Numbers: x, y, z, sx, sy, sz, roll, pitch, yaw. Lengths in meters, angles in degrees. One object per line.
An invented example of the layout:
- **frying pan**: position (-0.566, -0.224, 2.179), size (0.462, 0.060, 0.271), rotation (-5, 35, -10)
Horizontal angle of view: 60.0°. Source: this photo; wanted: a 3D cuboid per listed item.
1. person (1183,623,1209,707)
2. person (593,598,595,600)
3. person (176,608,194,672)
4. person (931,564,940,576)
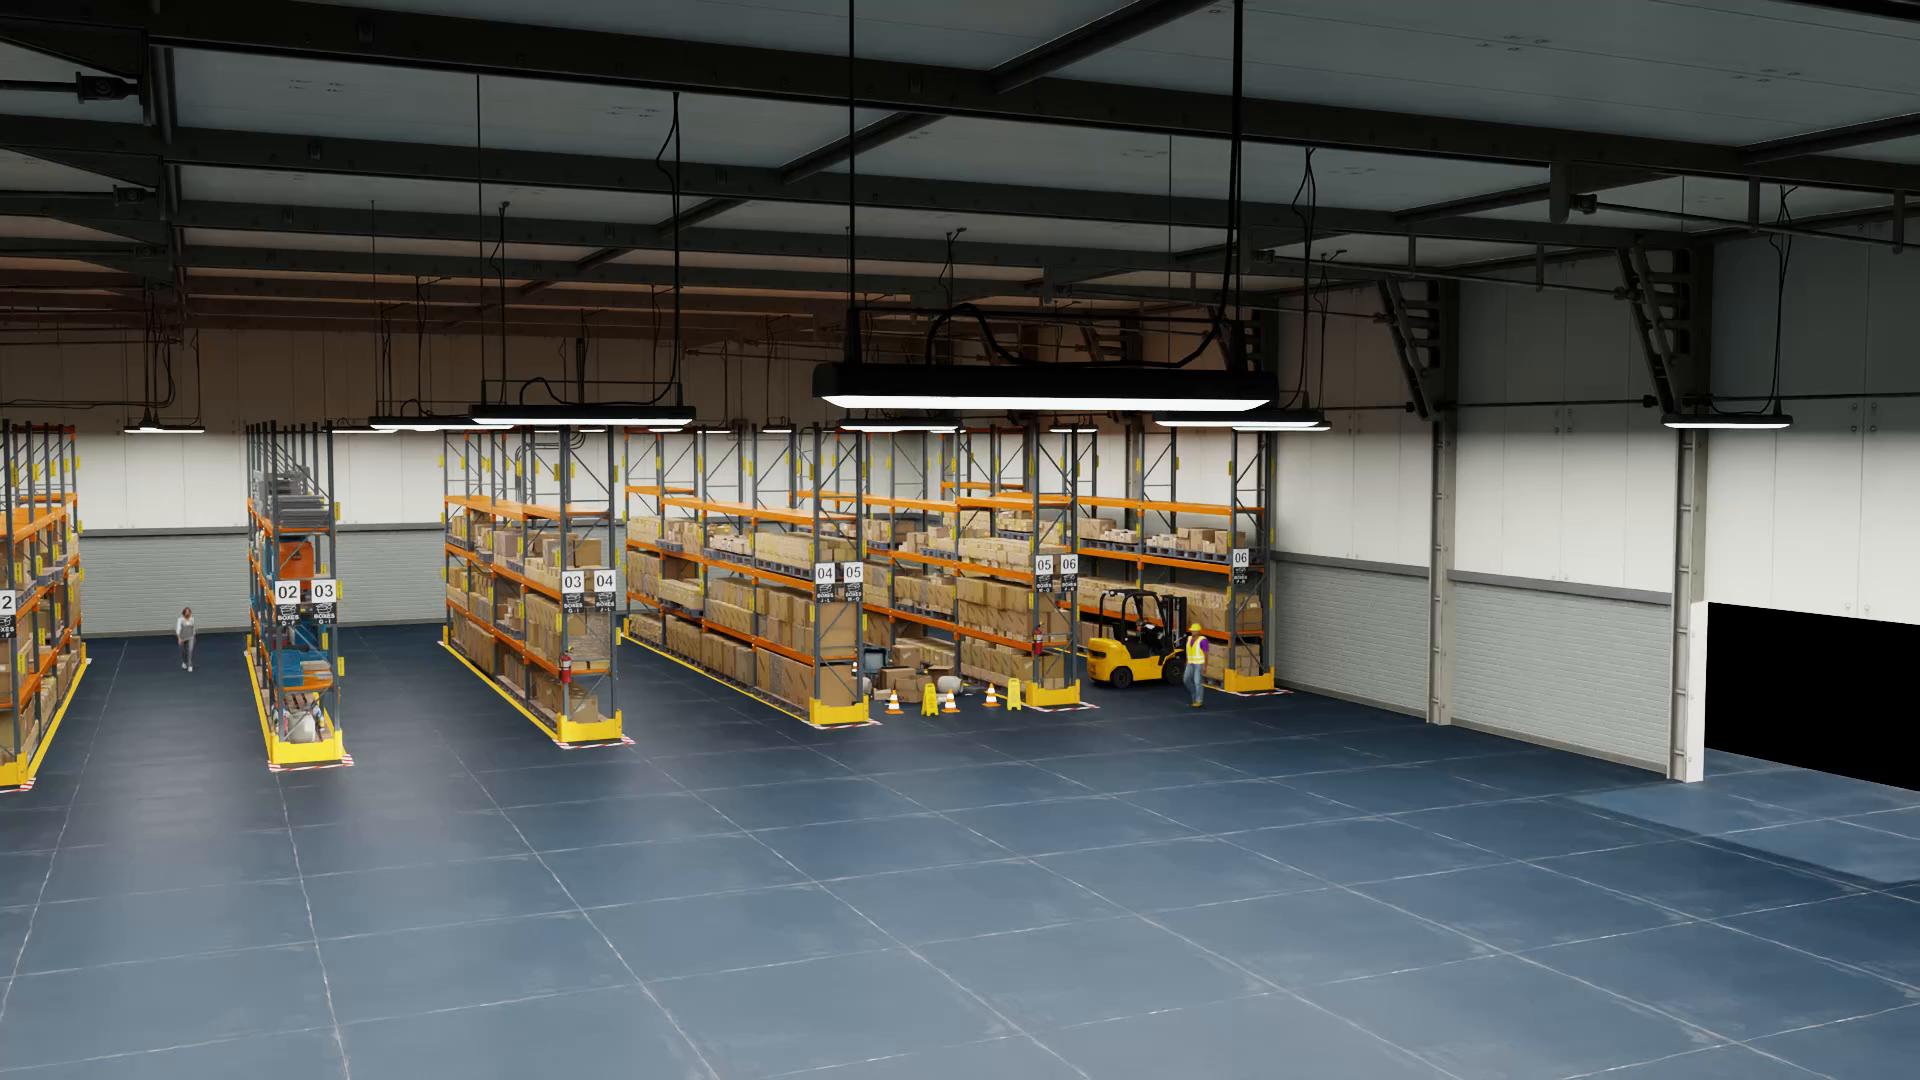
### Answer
- **person**: position (5.003, 2.656, 35.164), size (0.430, 1.815, 0.649), rotation (-3, 5, -40)
- **person**: position (-8.894, 2.288, 40.619), size (0.674, 1.722, 1.034), rotation (-2, 4, -23)
- **person**: position (-18.856, 2.460, 40.480), size (0.402, 1.435, 0.994), rotation (-2, 4, -26)
- **person**: position (-0.727, 1.574, 52.998), size (0.899, 1.648, 0.471), rotation (-2, 4, -28)
